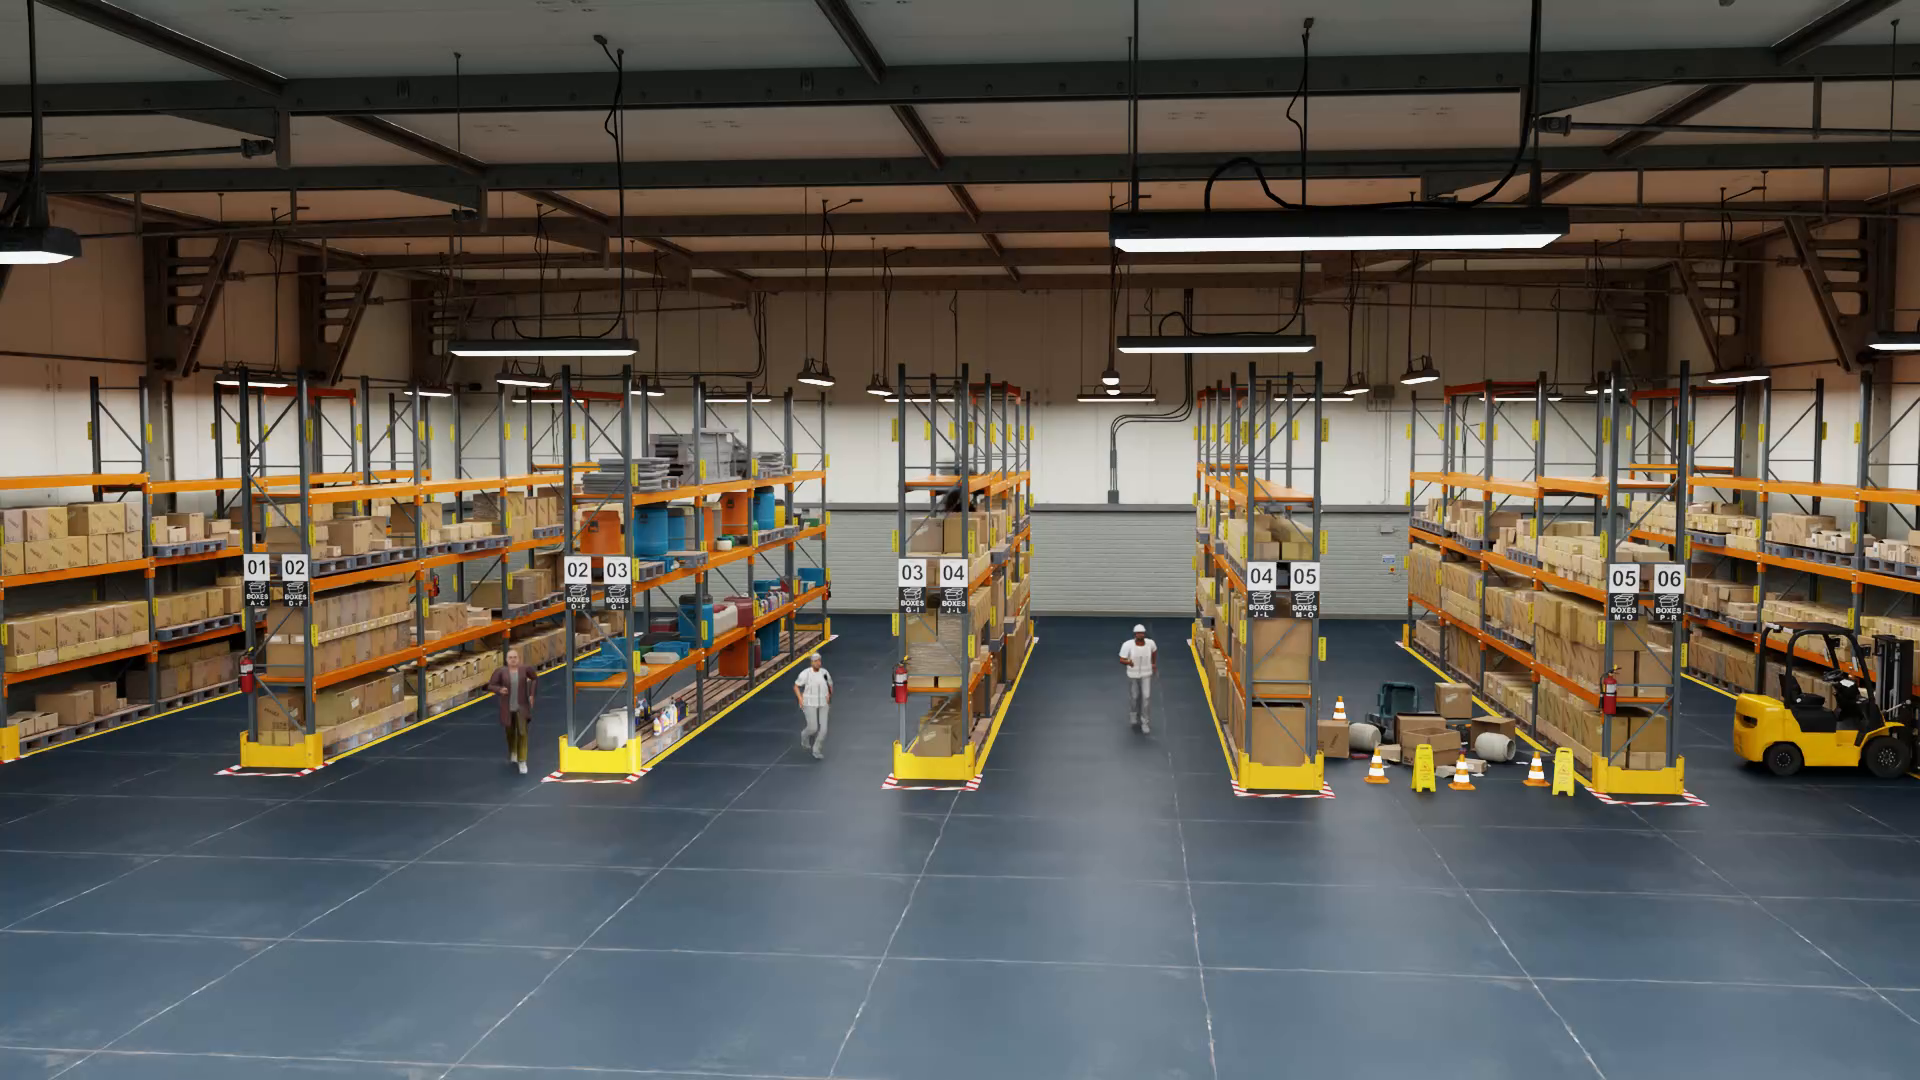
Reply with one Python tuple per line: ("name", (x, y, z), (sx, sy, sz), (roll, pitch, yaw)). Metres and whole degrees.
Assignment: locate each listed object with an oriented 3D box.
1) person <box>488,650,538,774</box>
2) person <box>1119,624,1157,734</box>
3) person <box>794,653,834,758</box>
("person", (-6.664, 2.533, 24.820), (0.723, 1.822, 0.930), (-1, 4, -14))
("person", (3.013, 2.307, 28.107), (0.640, 1.796, 0.890), (0, 4, 4))
("person", (-2.222, 2.554, 25.648), (0.611, 1.624, 0.547), (-2, 4, -23))
